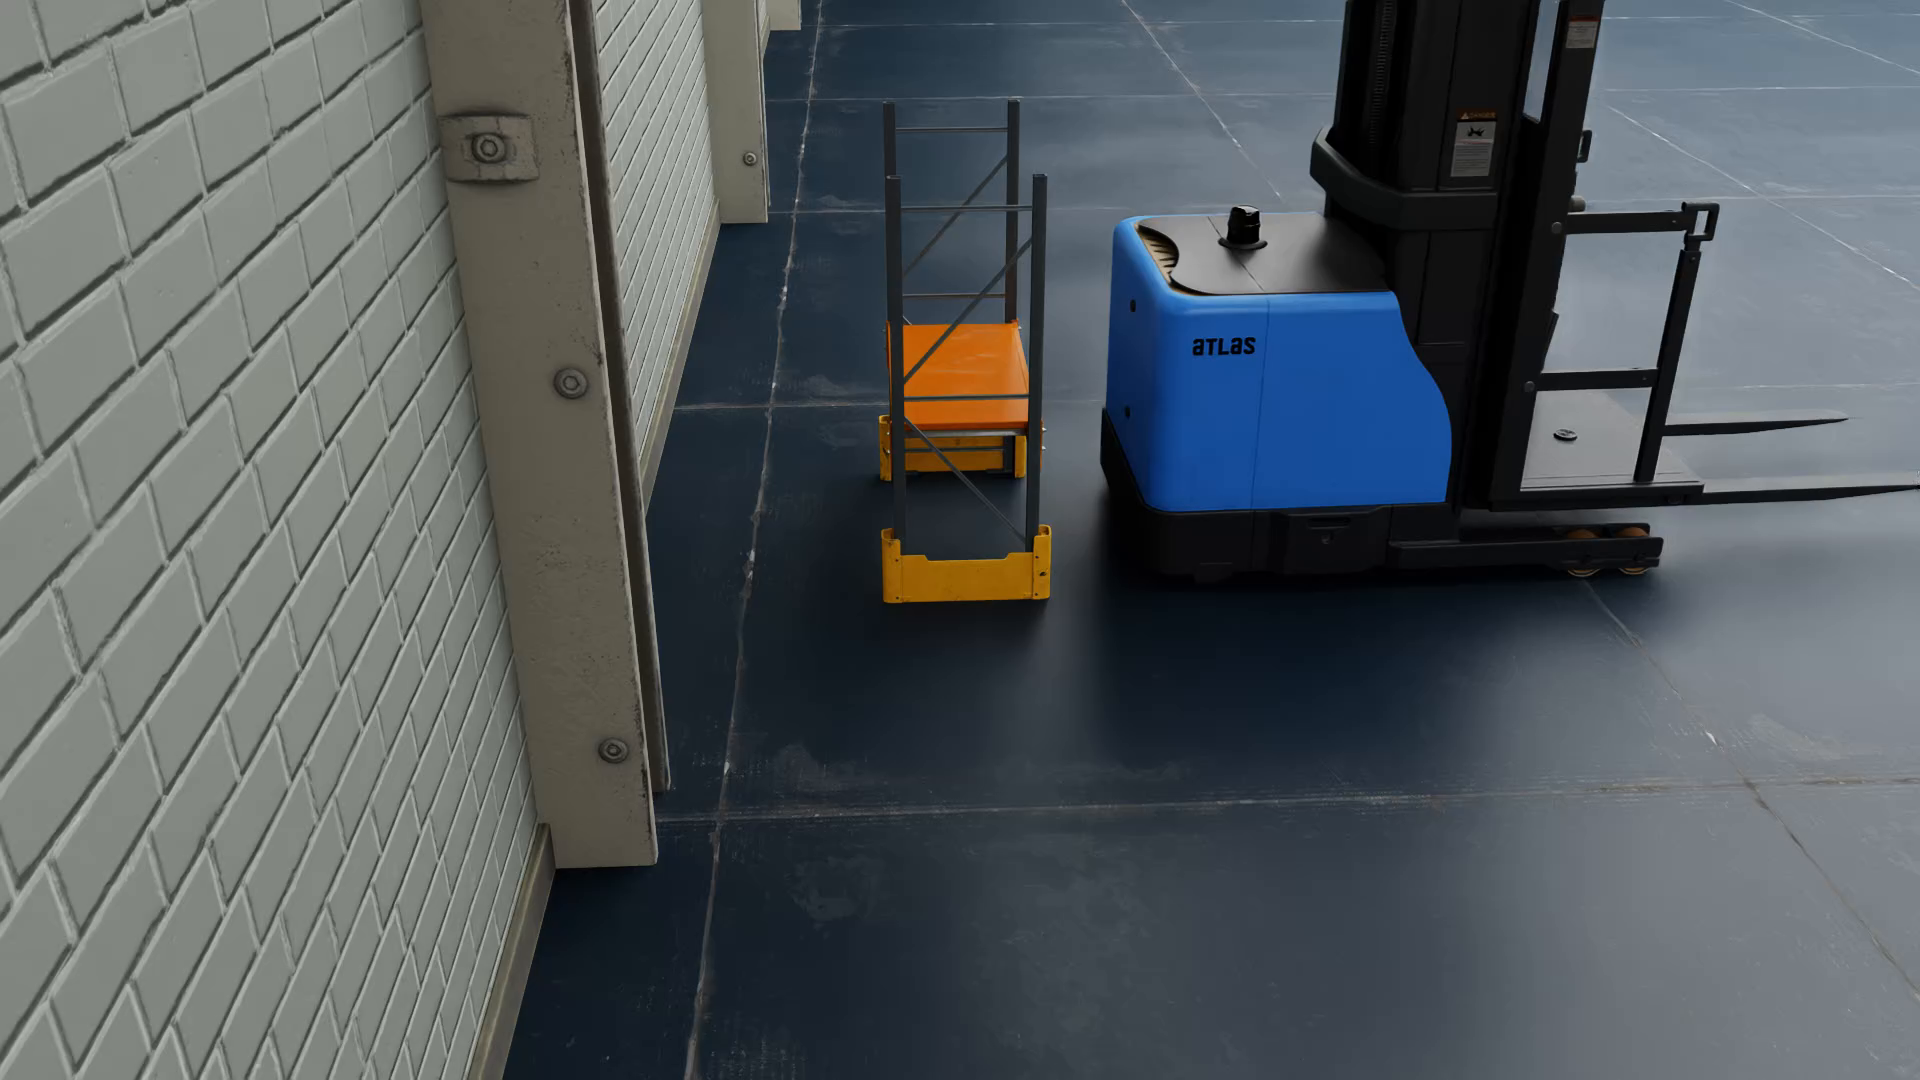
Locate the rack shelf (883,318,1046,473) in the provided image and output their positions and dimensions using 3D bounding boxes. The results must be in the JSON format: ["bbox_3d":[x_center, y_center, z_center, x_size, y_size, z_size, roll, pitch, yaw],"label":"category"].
[{"bbox_3d":[-0.004,-0.545,6.062,0.538,0.185,1.000,-1,28,-3],"label":"rack shelf"}]

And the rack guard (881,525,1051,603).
[{"bbox_3d":[0.022,0.084,5.819,0.587,0.250,0.087,-1,28,-3],"label":"rack guard"}]

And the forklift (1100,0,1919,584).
[{"bbox_3d":[2.108,-1.409,5.782,3.031,2.935,1.130,-2,28,-4],"label":"forklift"}]

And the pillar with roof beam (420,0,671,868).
[{"bbox_3d":[3.303,-3.294,2.834,9.100,9.000,0.400,-1,28,-3],"label":"pillar with roof beam"}]

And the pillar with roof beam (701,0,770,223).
[{"bbox_3d":[2.990,-6.065,8.147,9.100,9.000,0.400,-1,28,-3],"label":"pillar with roof beam"}]

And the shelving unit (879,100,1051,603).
[{"bbox_3d":[-0.004,-0.700,5.971,0.587,1.500,1.083,-1,28,-3],"label":"shelving unit"}]

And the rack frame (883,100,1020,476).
[{"bbox_3d":[-0.031,-0.939,6.429,0.500,1.500,0.032,-1,28,-3],"label":"rack frame"}]

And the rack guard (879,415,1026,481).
[{"bbox_3d":[-0.030,-0.376,6.701,0.587,0.250,0.087,-1,28,-3],"label":"rack guard"}]

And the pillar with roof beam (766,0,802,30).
[{"bbox_3d":[2.677,-8.835,13.459,9.100,9.000,0.400,-1,28,-3],"label":"pillar with roof beam"}]

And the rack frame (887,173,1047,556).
[{"bbox_3d":[0.022,-0.470,5.529,0.500,1.500,0.032,-1,28,-3],"label":"rack frame"}]
